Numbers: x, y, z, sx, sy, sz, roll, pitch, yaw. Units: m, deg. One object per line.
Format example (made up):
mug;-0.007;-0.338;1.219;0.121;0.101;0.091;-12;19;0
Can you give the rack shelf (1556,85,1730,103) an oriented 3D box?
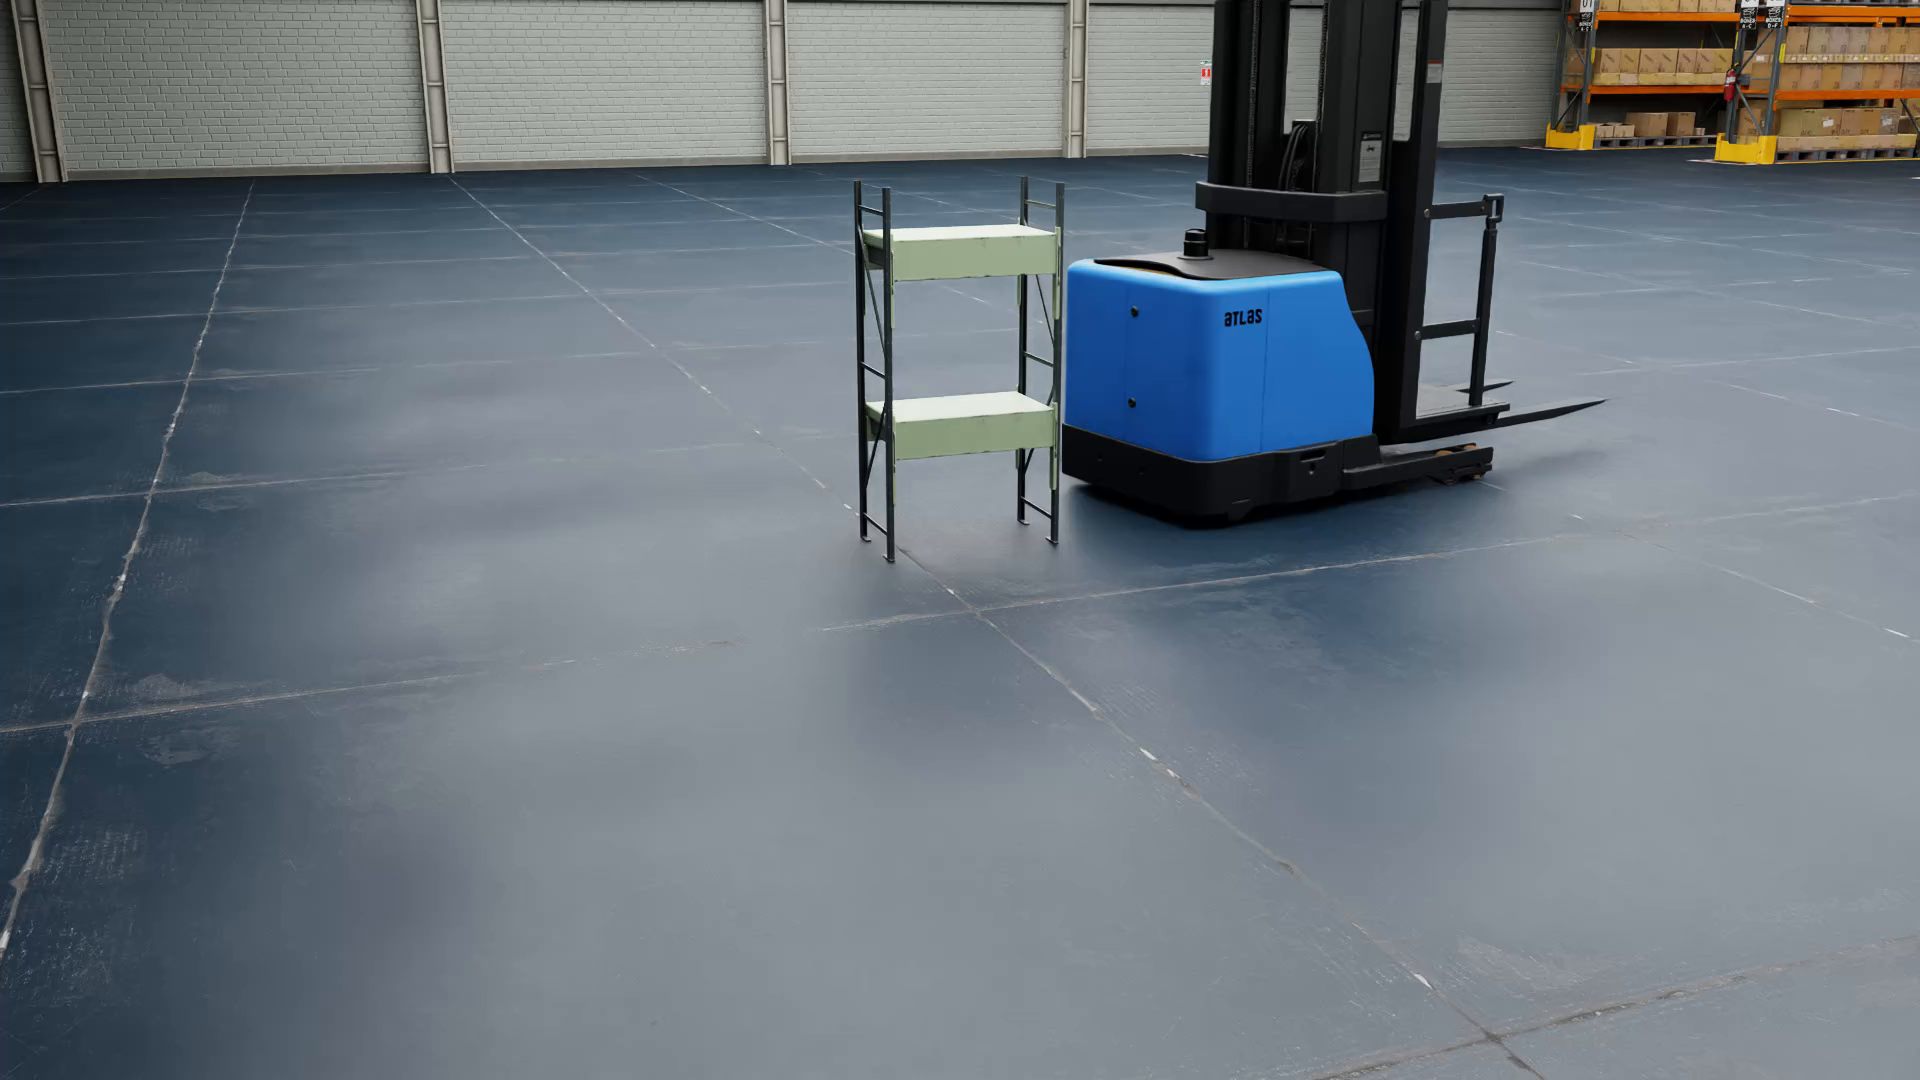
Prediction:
rack shelf;14.978;-9.779;36.352;4.000;0.370;1.077;-6;17;-20

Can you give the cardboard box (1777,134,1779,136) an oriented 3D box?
cardboard box;15.744;-7.687;32.087;0.500;0.250;0.500;-6;17;-20

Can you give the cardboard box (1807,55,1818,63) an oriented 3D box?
cardboard box;15.809;-9.014;31.141;0.250;0.149;0.380;-6;17;-20

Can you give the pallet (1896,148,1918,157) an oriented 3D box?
pallet;19.296;-7.770;33.181;1.213;0.211;1.003;-6;17;-20

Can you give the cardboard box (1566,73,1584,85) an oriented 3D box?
cardboard box;13.478;-9.958;35.917;0.500;0.250;0.500;-6;17;-19

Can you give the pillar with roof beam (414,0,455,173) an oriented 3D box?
pillar with roof beam;-7.416;-9.547;23.637;0.400;9.000;9.100;-6;17;-20

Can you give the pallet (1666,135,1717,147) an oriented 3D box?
pallet;16.231;-8.911;37.068;1.213;0.211;1.003;-6;17;-20

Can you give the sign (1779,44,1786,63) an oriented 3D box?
sign;15.080;-8.926;30.495;0.005;0.325;0.100;-6;17;-20

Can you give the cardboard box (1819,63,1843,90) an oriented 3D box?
cardboard box;16.282;-8.814;31.612;0.500;0.500;0.700;-6;17;-20

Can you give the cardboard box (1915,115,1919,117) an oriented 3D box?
cardboard box;19.381;-8.345;33.330;0.500;0.311;0.500;-6;17;-19

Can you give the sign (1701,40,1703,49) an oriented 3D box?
sign;16.644;-11.027;37.270;0.005;0.325;0.100;-6;17;-20

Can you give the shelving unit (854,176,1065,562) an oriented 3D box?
shelving unit;-0.006;-0.719;6.885;0.755;1.500;0.431;-6;17;-20

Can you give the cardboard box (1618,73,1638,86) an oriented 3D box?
cardboard box;14.160;-9.882;35.657;0.500;0.250;0.500;-7;18;-22

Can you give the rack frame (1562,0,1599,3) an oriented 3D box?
rack frame;13.111;-12.801;34.719;0.127;3.000;1.000;-6;17;-20

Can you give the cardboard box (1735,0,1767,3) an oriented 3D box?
cardboard box;17.385;-12.049;36.558;0.500;0.500;0.500;-4;17;-12

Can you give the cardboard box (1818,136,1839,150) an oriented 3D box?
cardboard box;16.400;-7.599;31.787;0.500;0.250;0.500;-6;17;-20

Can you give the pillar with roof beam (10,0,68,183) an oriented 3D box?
pillar with roof beam;-13.019;-8.942;21.577;0.400;9.000;9.100;-6;17;-20

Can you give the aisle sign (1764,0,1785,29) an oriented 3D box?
aisle sign;14.935;-9.780;30.464;0.004;0.787;0.394;-6;17;-20

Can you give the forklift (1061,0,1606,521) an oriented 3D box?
forklift;1.995;-1.785;7.975;3.031;2.935;1.130;-10;19;-32

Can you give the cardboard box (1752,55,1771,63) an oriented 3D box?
cardboard box;15.175;-9.068;31.324;0.250;0.149;0.380;-6;18;-21

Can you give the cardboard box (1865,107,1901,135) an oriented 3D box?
cardboard box;17.796;-8.113;32.207;0.500;0.500;0.500;-6;17;-20

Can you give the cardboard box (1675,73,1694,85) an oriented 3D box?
cardboard box;15.580;-10.033;36.172;0.500;0.250;0.500;-6;17;-20

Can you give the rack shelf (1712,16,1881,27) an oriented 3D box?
rack shelf;18.713;-11.622;37.303;4.000;0.370;1.077;-6;17;-20

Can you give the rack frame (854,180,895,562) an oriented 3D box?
rack frame;-0.348;-0.682;6.759;0.023;1.500;0.400;-6;17;-20

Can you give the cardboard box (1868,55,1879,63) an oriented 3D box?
cardboard box;17.258;-9.171;31.675;0.250;0.149;0.380;-6;17;-18

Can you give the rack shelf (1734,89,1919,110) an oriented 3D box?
rack shelf;16.754;-8.476;31.915;4.000;0.370;1.077;-6;17;-20

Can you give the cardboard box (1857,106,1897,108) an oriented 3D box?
cardboard box;18.077;-8.301;32.844;0.500;0.500;0.500;-6;17;-20

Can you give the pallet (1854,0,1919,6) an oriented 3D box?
pallet;17.835;-10.327;31.774;1.213;0.211;1.003;-6;17;-20

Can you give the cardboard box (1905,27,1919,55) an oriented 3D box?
cardboard box;18.210;-9.647;32.146;0.500;0.500;0.700;-6;17;-20

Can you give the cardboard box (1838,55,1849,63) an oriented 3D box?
cardboard box;16.532;-9.092;31.408;0.250;0.149;0.380;-6;18;-21

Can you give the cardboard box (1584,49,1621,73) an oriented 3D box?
cardboard box;13.664;-10.189;35.372;0.500;0.500;0.500;-6;17;-20

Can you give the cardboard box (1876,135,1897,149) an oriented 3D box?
cardboard box;17.797;-7.753;32.311;0.500;0.250;0.500;-6;17;-20

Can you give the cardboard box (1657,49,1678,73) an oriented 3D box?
cardboard box;15.091;-10.342;35.892;0.500;0.500;0.500;-6;17;-18

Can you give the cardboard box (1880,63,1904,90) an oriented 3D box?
cardboard box;17.719;-8.970;32.142;0.500;0.500;0.700;-6;18;-21

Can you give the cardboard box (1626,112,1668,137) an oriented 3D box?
cardboard box;15.024;-9.099;36.414;0.500;0.500;0.700;-7;18;-24

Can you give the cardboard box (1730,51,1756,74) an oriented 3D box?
cardboard box;17.333;-10.627;37.006;0.500;0.500;0.700;-6;17;-20

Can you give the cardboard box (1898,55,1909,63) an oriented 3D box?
cardboard box;17.969;-9.247;31.934;0.250;0.149;0.380;-7;18;-22

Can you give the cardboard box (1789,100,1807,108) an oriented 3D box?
cardboard box;18.894;-9.920;37.881;0.500;0.250;0.500;-6;17;-20

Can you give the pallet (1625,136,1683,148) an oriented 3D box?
pallet;15.090;-8.787;36.646;1.213;0.211;1.003;-6;17;-20

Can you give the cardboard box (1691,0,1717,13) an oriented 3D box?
cardboard box;15.986;-11.659;35.941;0.500;0.500;0.500;-8;18;-25

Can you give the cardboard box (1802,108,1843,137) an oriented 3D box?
cardboard box;16.395;-7.962;31.691;0.500;0.500;0.500;-6;17;-20

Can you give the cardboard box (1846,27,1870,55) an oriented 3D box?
cardboard box;16.804;-9.495;31.629;0.500;0.500;0.700;-6;17;-20

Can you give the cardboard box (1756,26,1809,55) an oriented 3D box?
cardboard box;15.377;-9.339;31.097;0.500;0.500;0.700;-6;17;-20

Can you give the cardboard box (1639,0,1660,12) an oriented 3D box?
cardboard box;14.510;-11.486;35.350;0.500;0.500;0.500;-5;17;-18

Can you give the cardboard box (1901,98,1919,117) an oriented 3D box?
cardboard box;22.135;-10.025;38.985;0.750;0.750;0.750;-6;17;-20

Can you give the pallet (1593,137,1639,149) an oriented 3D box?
pallet;13.953;-8.665;36.230;1.213;0.211;1.003;-6;17;-20

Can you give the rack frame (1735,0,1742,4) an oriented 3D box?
rack frame;16.846;-13.204;36.092;0.127;3.000;1.000;-6;17;-20

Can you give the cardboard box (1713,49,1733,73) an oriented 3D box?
cardboard box;16.515;-10.494;36.411;0.500;0.500;0.500;-6;17;-20

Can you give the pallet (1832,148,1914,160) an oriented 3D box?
pallet;17.864;-7.616;32.658;1.213;0.211;1.003;-6;17;-20

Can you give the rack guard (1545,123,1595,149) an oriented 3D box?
rack guard;13.182;-8.731;35.943;0.348;0.500;1.175;-6;17;-20

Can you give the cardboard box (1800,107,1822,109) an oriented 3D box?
cardboard box;16.677;-8.149;32.328;0.500;0.500;0.500;-6;17;-20
